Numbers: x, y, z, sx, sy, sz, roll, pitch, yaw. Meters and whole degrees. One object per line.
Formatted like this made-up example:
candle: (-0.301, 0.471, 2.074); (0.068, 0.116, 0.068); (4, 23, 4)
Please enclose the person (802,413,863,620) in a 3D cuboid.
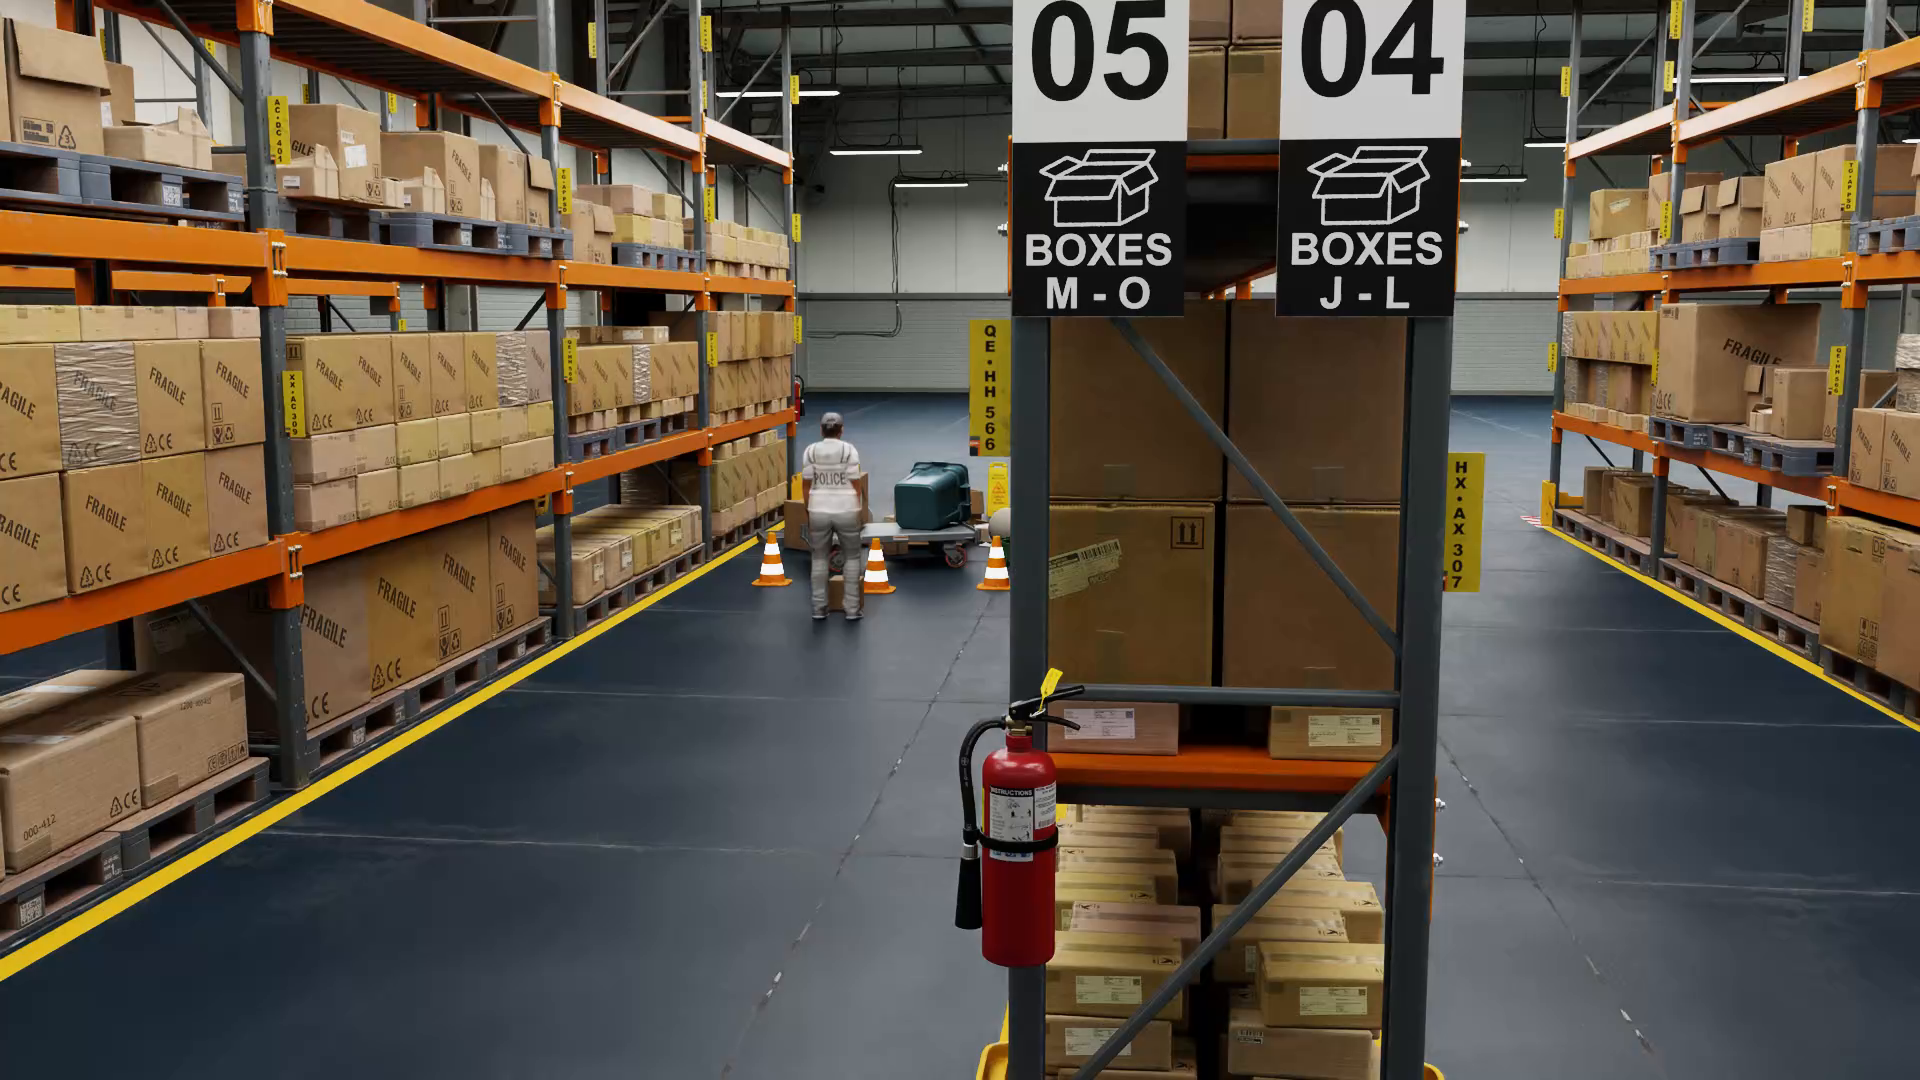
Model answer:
person: (-1.017, -0.184, 13.243); (0.477, 1.650, 0.402); (1, 8, 7)
